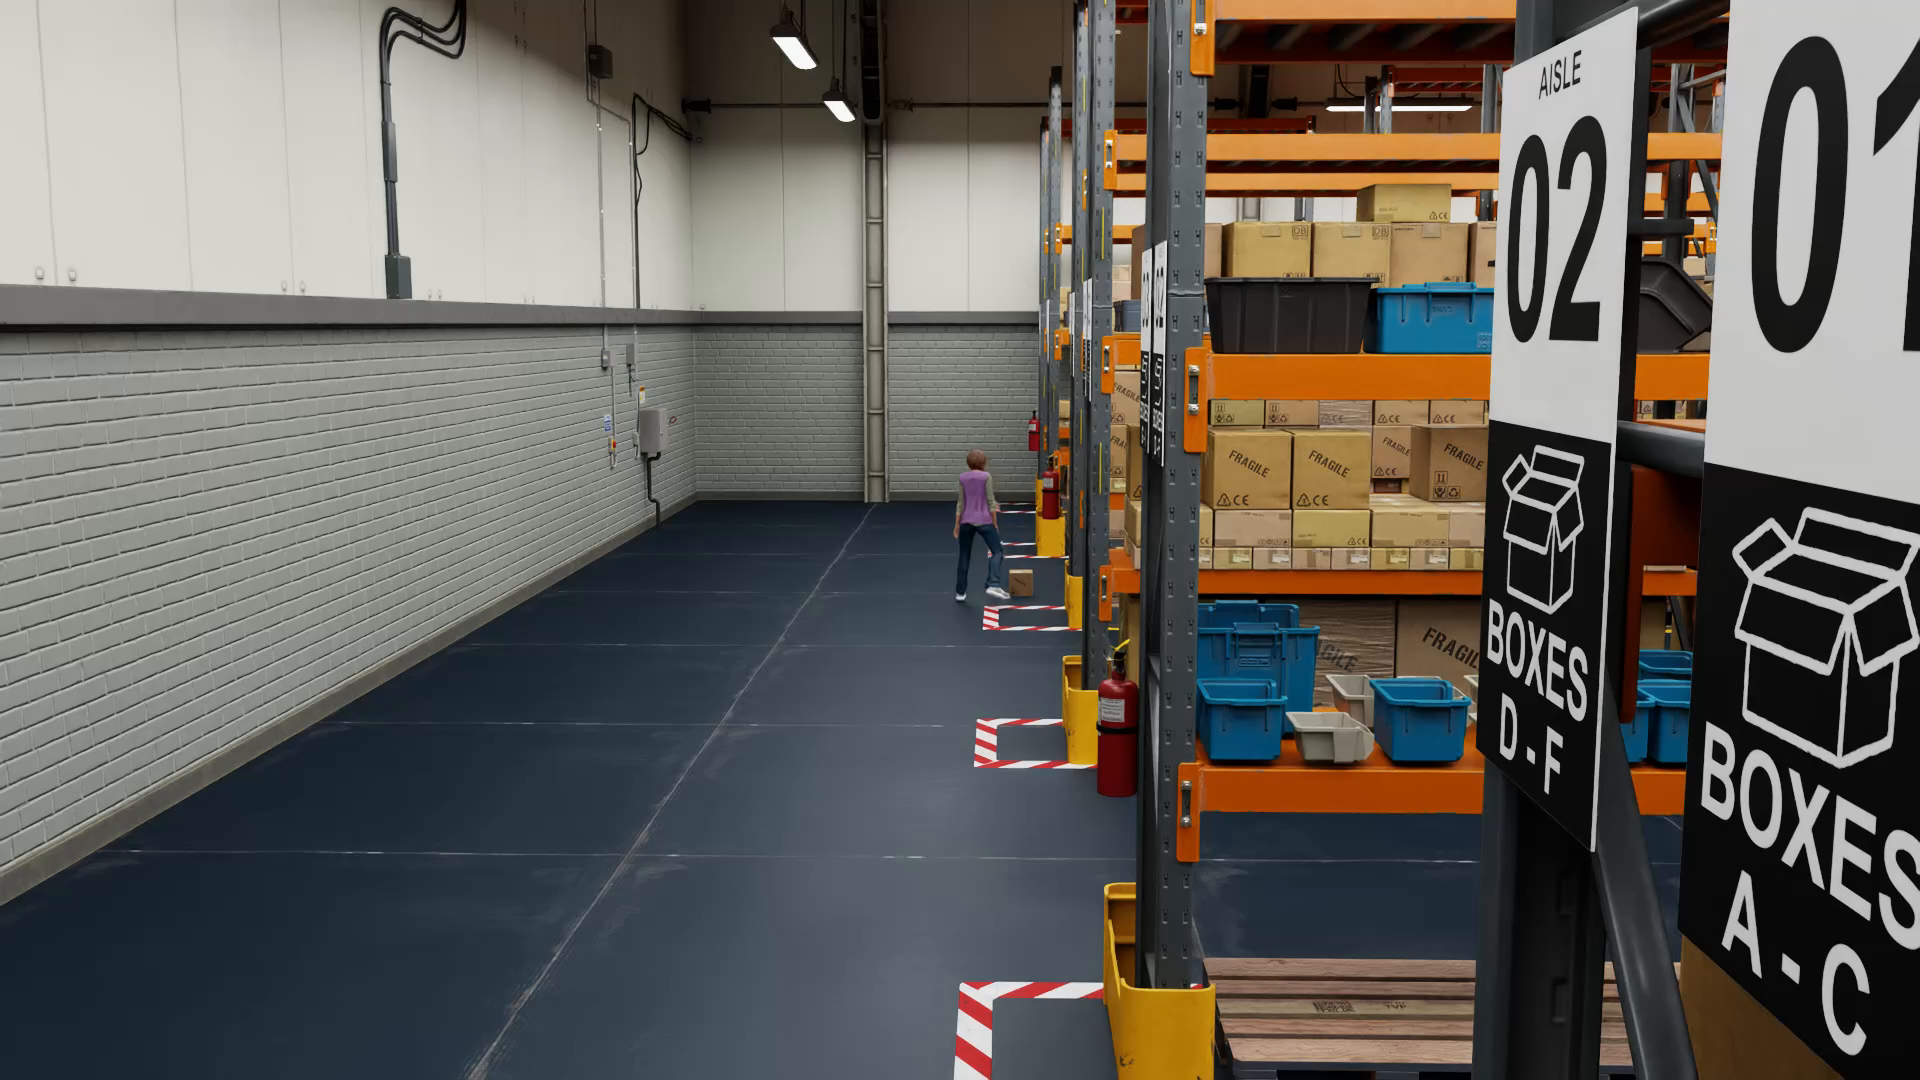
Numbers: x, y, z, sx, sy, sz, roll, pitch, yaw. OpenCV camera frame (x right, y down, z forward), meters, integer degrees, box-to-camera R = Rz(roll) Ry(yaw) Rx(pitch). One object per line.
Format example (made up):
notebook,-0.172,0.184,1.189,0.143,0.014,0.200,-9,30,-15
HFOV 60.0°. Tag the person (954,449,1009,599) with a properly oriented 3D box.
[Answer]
person,0.224,-0.143,17.306,0.659,1.586,0.502,3,8,20
